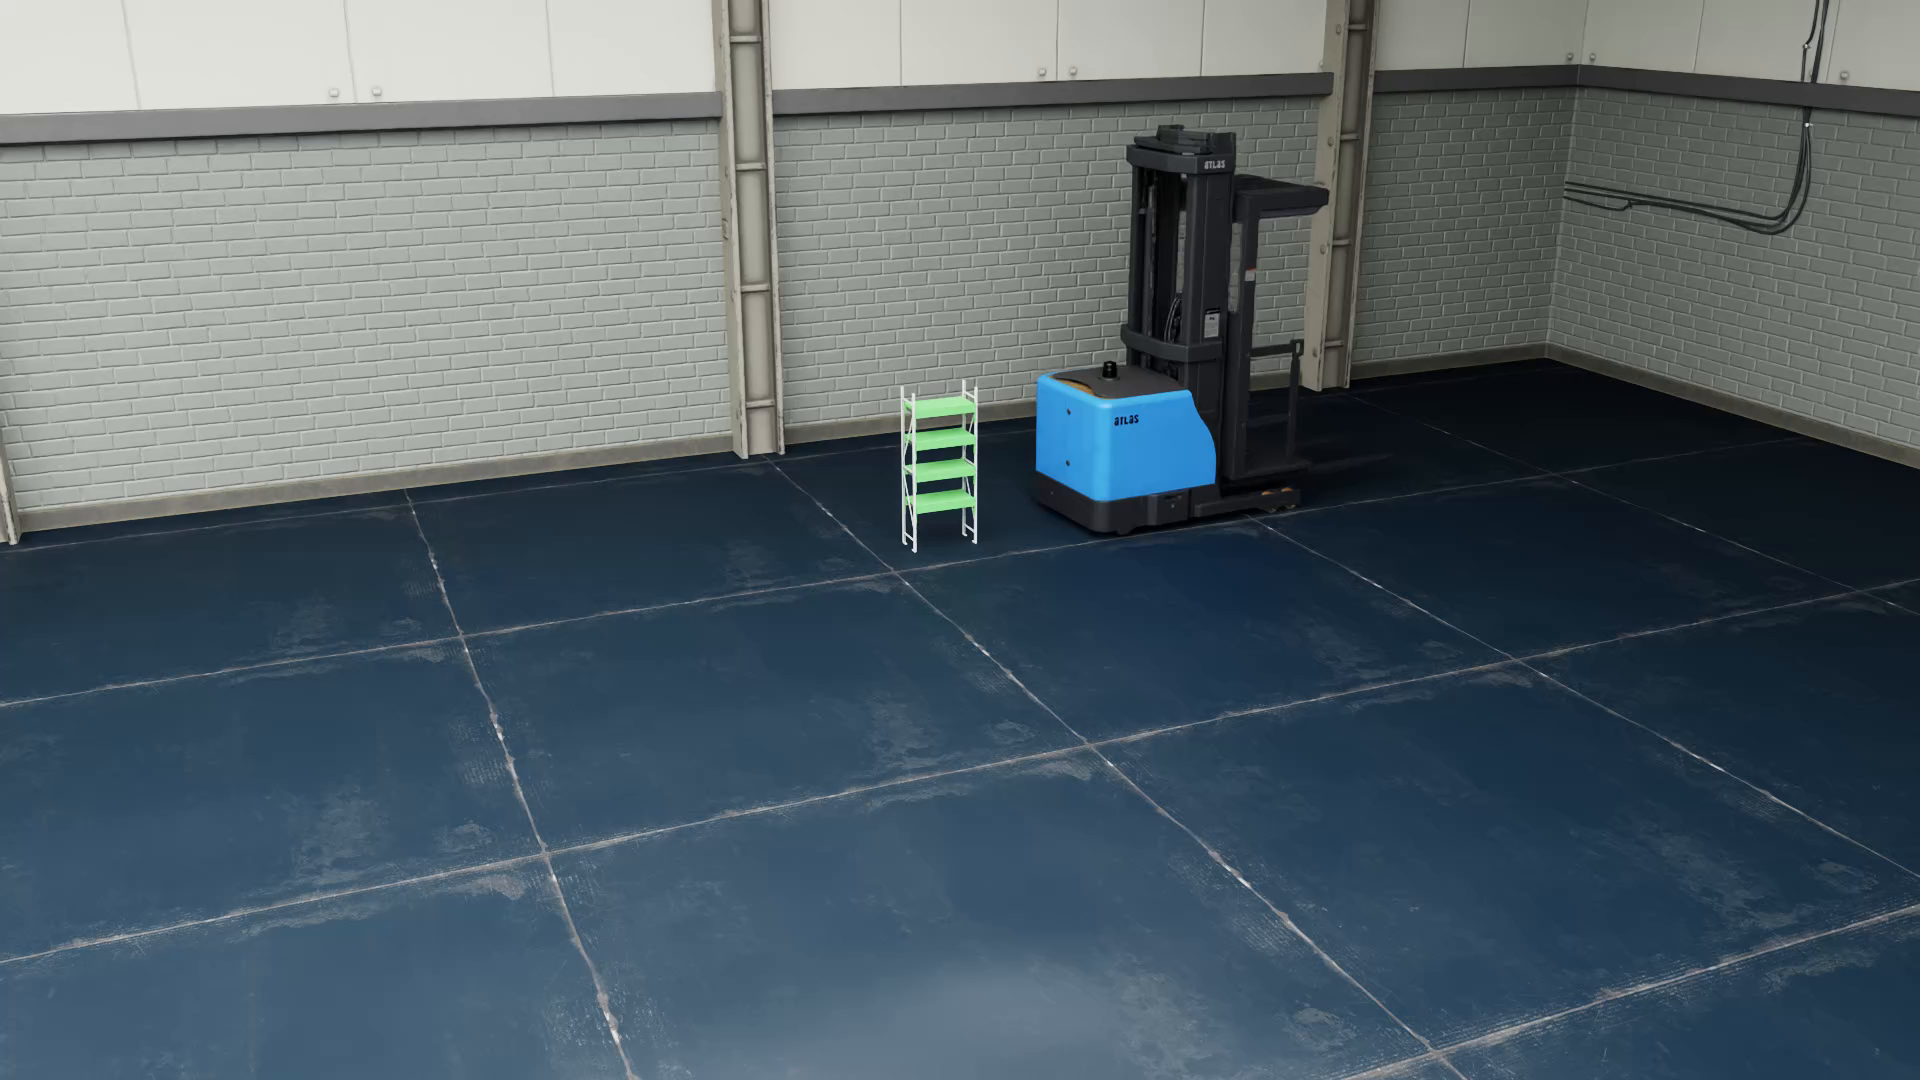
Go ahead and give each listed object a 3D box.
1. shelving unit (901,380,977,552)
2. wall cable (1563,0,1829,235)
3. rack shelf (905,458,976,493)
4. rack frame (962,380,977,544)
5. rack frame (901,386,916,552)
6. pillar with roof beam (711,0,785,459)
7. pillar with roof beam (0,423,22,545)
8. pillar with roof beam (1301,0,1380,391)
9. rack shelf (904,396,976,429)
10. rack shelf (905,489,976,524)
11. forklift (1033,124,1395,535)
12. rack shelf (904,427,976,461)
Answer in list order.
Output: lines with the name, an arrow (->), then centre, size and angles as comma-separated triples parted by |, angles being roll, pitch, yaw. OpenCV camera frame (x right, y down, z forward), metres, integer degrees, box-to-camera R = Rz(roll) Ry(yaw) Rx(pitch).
shelving unit -> -0.152, -0.544, 12.261 | 0.503, 1.200, 0.258 | -8, 21, -22
wall cable -> 6.955, -4.336, 15.964 | 0.112, 2.526, 3.097 | -8, 21, -22
rack shelf -> -0.152, -0.484, 12.282 | 0.480, 0.148, 0.258 | -8, 21, -22
rack frame -> 0.072, -0.576, 12.352 | 0.015, 1.200, 0.240 | -8, 21, -22
rack frame -> -0.376, -0.512, 12.170 | 0.015, 1.200, 0.240 | -8, 21, -22
pillar with roof beam -> -0.078, -3.715, 9.522 | 0.400, 9.000, 9.100 | -8, 21, -22
pillar with roof beam -> -5.588, -2.925, 7.280 | 0.400, 9.000, 9.100 | -8, 21, -22
pillar with roof beam -> 5.431, -4.504, 11.764 | 0.400, 9.000, 9.100 | -8, 21, -22
rack shelf -> -0.152, -0.937, 12.123 | 0.480, 0.148, 0.258 | -8, 21, -22
rack shelf -> -0.152, -0.258, 12.362 | 0.480, 0.148, 0.258 | -8, 21, -22
forklift -> 2.134, -1.745, 13.065 | 3.031, 2.935, 1.130 | -10, 22, -26
rack shelf -> -0.152, -0.710, 12.202 | 0.480, 0.148, 0.258 | -8, 21, -22
